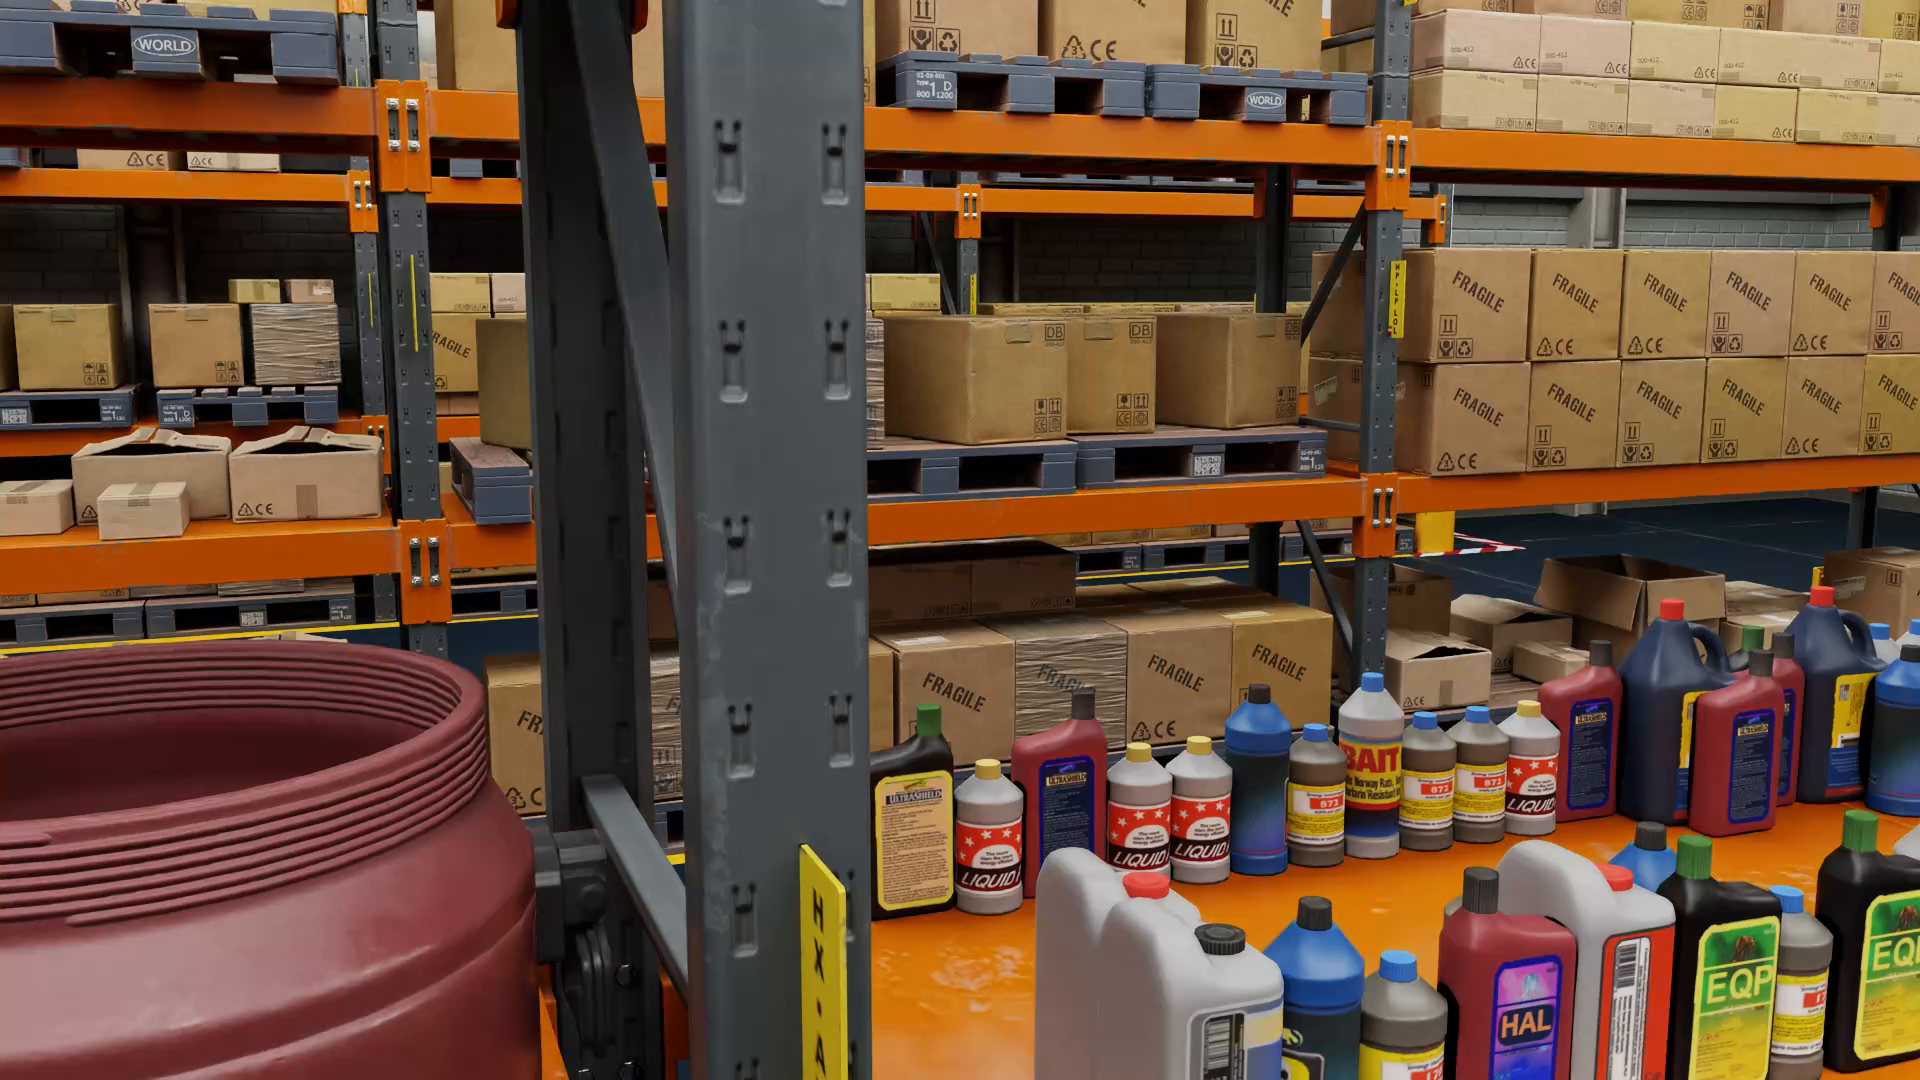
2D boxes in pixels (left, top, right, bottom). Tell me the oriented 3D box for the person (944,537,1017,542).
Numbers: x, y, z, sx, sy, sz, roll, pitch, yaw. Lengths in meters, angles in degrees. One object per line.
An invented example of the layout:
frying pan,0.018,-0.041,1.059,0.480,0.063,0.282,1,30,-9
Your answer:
person,0.100,-0.178,9.587,0.527,1.724,0.355,-3,9,-20
